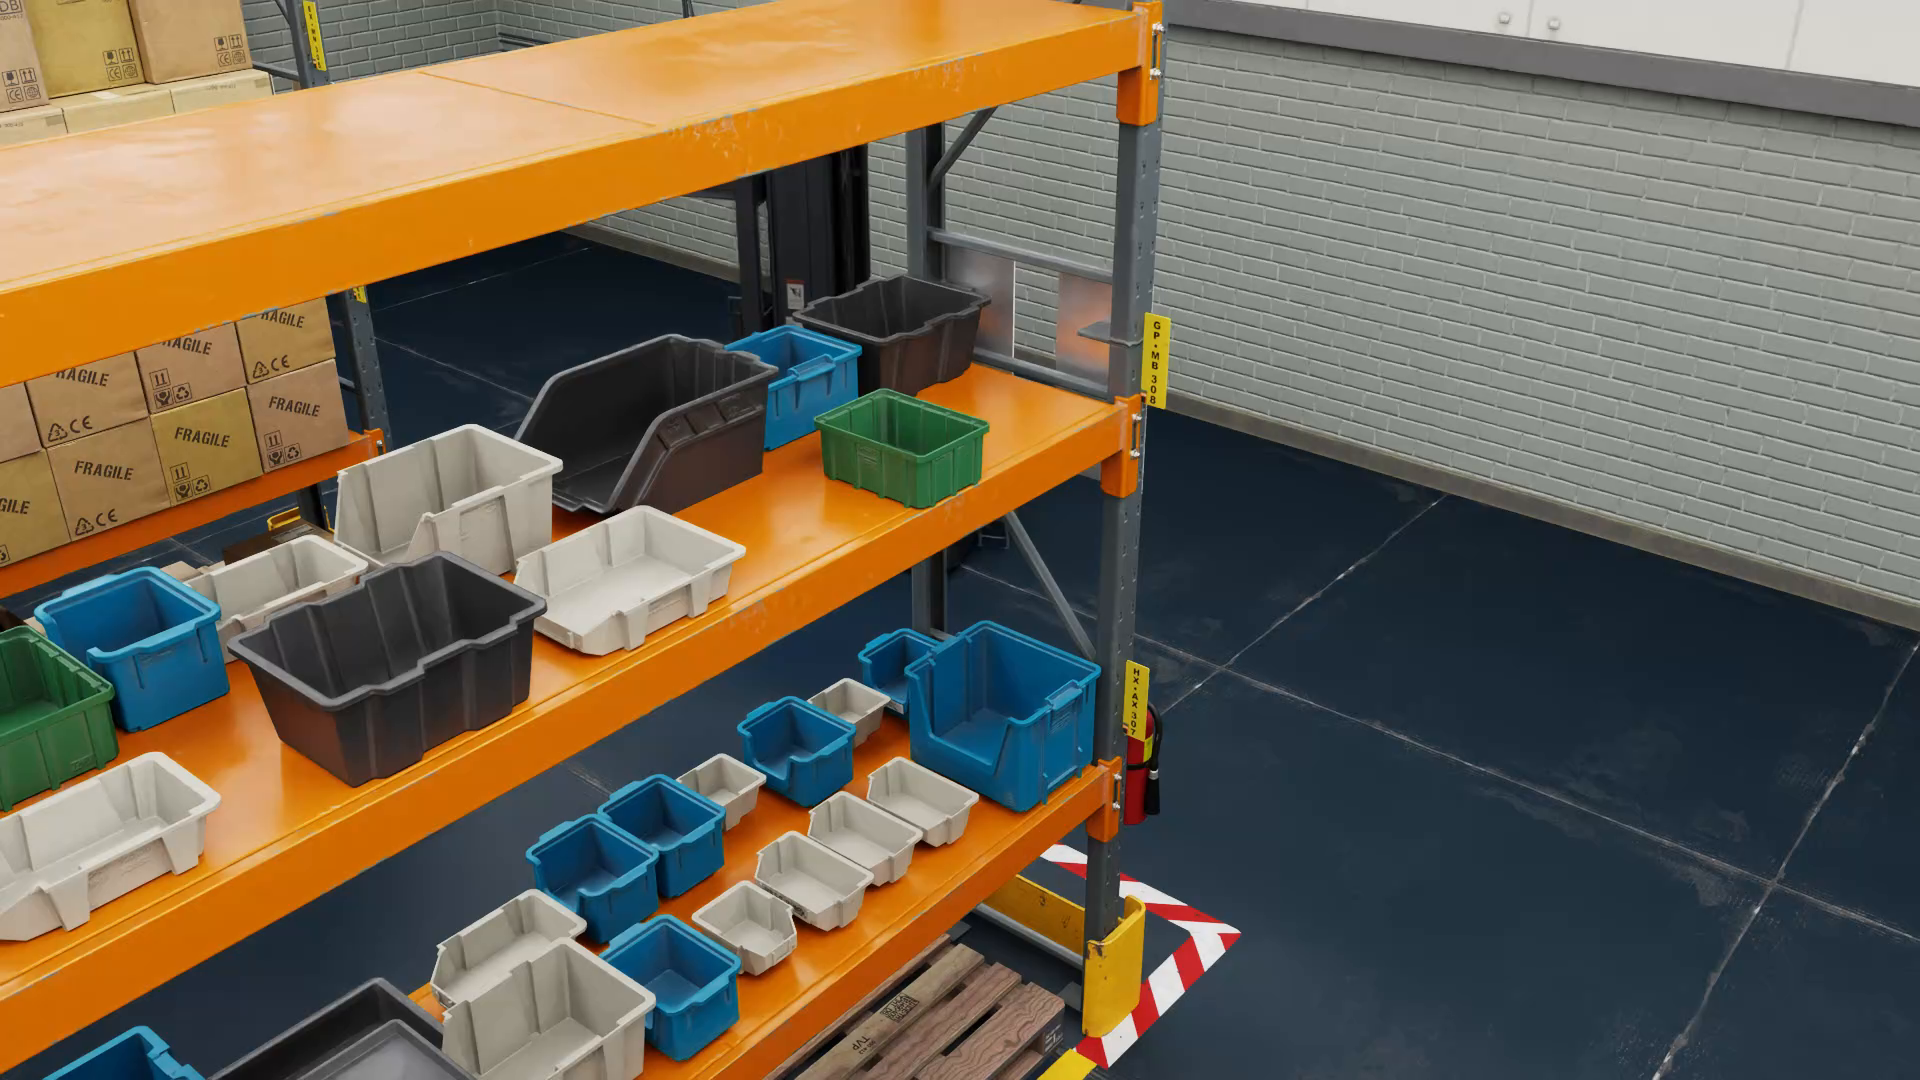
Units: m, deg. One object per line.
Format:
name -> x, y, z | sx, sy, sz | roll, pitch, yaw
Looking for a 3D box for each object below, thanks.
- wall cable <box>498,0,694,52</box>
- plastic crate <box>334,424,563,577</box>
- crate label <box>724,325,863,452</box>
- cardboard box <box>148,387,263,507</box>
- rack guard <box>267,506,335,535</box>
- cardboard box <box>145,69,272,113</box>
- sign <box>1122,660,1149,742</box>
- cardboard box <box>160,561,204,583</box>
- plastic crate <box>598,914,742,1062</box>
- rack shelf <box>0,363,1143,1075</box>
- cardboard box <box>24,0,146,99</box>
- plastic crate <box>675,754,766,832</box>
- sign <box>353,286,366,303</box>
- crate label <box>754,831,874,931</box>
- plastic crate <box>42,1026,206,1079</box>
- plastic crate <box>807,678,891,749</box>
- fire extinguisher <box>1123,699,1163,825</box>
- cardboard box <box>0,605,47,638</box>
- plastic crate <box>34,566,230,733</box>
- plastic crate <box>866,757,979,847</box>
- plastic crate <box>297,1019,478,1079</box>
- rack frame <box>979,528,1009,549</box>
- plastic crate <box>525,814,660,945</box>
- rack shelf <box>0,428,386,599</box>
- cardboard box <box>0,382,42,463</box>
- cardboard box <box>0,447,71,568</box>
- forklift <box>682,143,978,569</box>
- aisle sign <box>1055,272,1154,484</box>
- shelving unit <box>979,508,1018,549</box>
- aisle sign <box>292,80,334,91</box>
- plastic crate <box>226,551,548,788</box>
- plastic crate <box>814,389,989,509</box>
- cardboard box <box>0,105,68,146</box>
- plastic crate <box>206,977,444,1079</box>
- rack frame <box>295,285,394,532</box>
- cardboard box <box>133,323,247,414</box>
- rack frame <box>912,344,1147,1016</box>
wall cable -> -3.544, -5.557, 15.210 | 3.097, 2.526, 0.112 | 21, 34, 34
plastic crate -> -1.421, -0.059, 4.597 | 0.437, 0.282, 0.530 | 21, 34, 34
crate label -> -0.609, -0.509, 5.498 | 0.408, 0.251, 0.502 | 21, 34, 34
cardboard box -> -3.995, -0.545, 8.563 | 0.500, 0.500, 0.500 | 21, 34, 35
rack guard -> -3.641, 0.213, 9.926 | 1.175, 0.500, 0.348 | 21, 34, 34
cardboard box -> -3.723, -2.155, 8.138 | 0.500, 0.250, 0.500 | 21, 34, 34
sign -> 0.662, 0.607, 6.266 | 0.100, 0.325, 0.005 | 21, 34, 34
cardboard box -> -4.475, 0.389, 9.380 | 0.500, 0.250, 0.500 | 21, 34, 34
plastic crate -> -0.881, 1.375, 5.076 | 0.416, 0.233, 0.300 | 21, 34, 34
rack shelf -> -1.045, 0.221, 4.709 | 1.077, 0.370, 4.000 | 21, 34, 34
cardboard box -> -4.290, -2.406, 7.806 | 0.700, 0.500, 0.500 | 21, 34, 34
plastic crate -> -0.883, 0.936, 6.029 | 0.250, 0.136, 0.298 | 21, 34, 34
sign -> -3.177, -1.410, 8.738 | 0.100, 0.325, 0.005 | 21, 34, 34
crate label -> -0.506, 1.162, 5.594 | 0.396, 0.136, 0.243 | 21, 34, 34
plastic crate -> -2.283, 1.658, 4.364 | 0.392, 0.384, 0.575 | 21, 34, 34
plastic crate -> -0.452, 0.696, 6.494 | 0.250, 0.136, 0.298 | 21, 34, 34
fire extinguisher -> 0.674, 0.804, 6.553 | 0.296, 0.674, 0.183 | 21, 34, 34
cardboard box -> -4.946, 0.740, 8.426 | 0.797, 0.503, 0.637 | 21, 34, 34
plastic crate -> -1.984, 0.269, 4.015 | 0.416, 0.233, 0.300 | 21, 34, 34
plastic crate -> -0.152, 0.957, 5.989 | 0.396, 0.136, 0.243 | 21, 34, 34
plastic crate -> -1.556, 1.645, 4.304 | 0.402, 0.464, 0.583 | 21, 34, 34
rack frame -> 0.221, -0.420, 10.551 | 0.200, 1.050, 0.008 | 6, 28, 12
plastic crate -> -1.212, 1.137, 5.537 | 0.416, 0.233, 0.300 | 21, 34, 34
rack shelf -> -4.865, 0.104, 8.199 | 1.077, 0.370, 4.000 | 21, 34, 34
cardboard box -> -4.637, -0.628, 7.634 | 0.500, 0.500, 0.500 | 22, 35, 36
cardboard box -> -4.637, -0.192, 7.879 | 0.500, 0.500, 0.500 | 20, 34, 34
forklift -> -1.356, -1.457, 10.508 | 3.031, 2.935, 1.130 | 7, 28, 13
aisle sign -> 0.499, -0.570, 5.890 | 0.394, 0.787, 0.004 | 21, 34, 34
shelving unit -> 0.251, -0.474, 10.656 | 0.215, 1.050, 0.252 | 6, 28, 12
aisle sign -> -3.313, -2.014, 8.681 | 0.394, 0.787, 0.004 | 21, 34, 34
plastic crate -> -1.315, 0.308, 3.899 | 0.497, 0.269, 0.590 | 21, 34, 34
plastic crate -> -0.180, -0.280, 5.125 | 0.450, 0.188, 0.336 | 21, 34, 34
cardboard box -> -4.361, -1.802, 7.455 | 0.500, 0.250, 0.500 | 21, 34, 34
plastic crate -> -1.812, 1.563, 4.830 | 0.437, 0.125, 0.590 | 21, 34, 34
rack frame -> -3.593, -0.924, 9.404 | 1.000, 3.000, 0.127 | 21, 34, 34
cardboard box -> -3.984, -0.995, 8.344 | 0.500, 0.500, 0.500 | 22, 34, 36
rack frame -> 0.227, 0.525, 6.603 | 1.000, 3.000, 0.127 | 21, 34, 34
